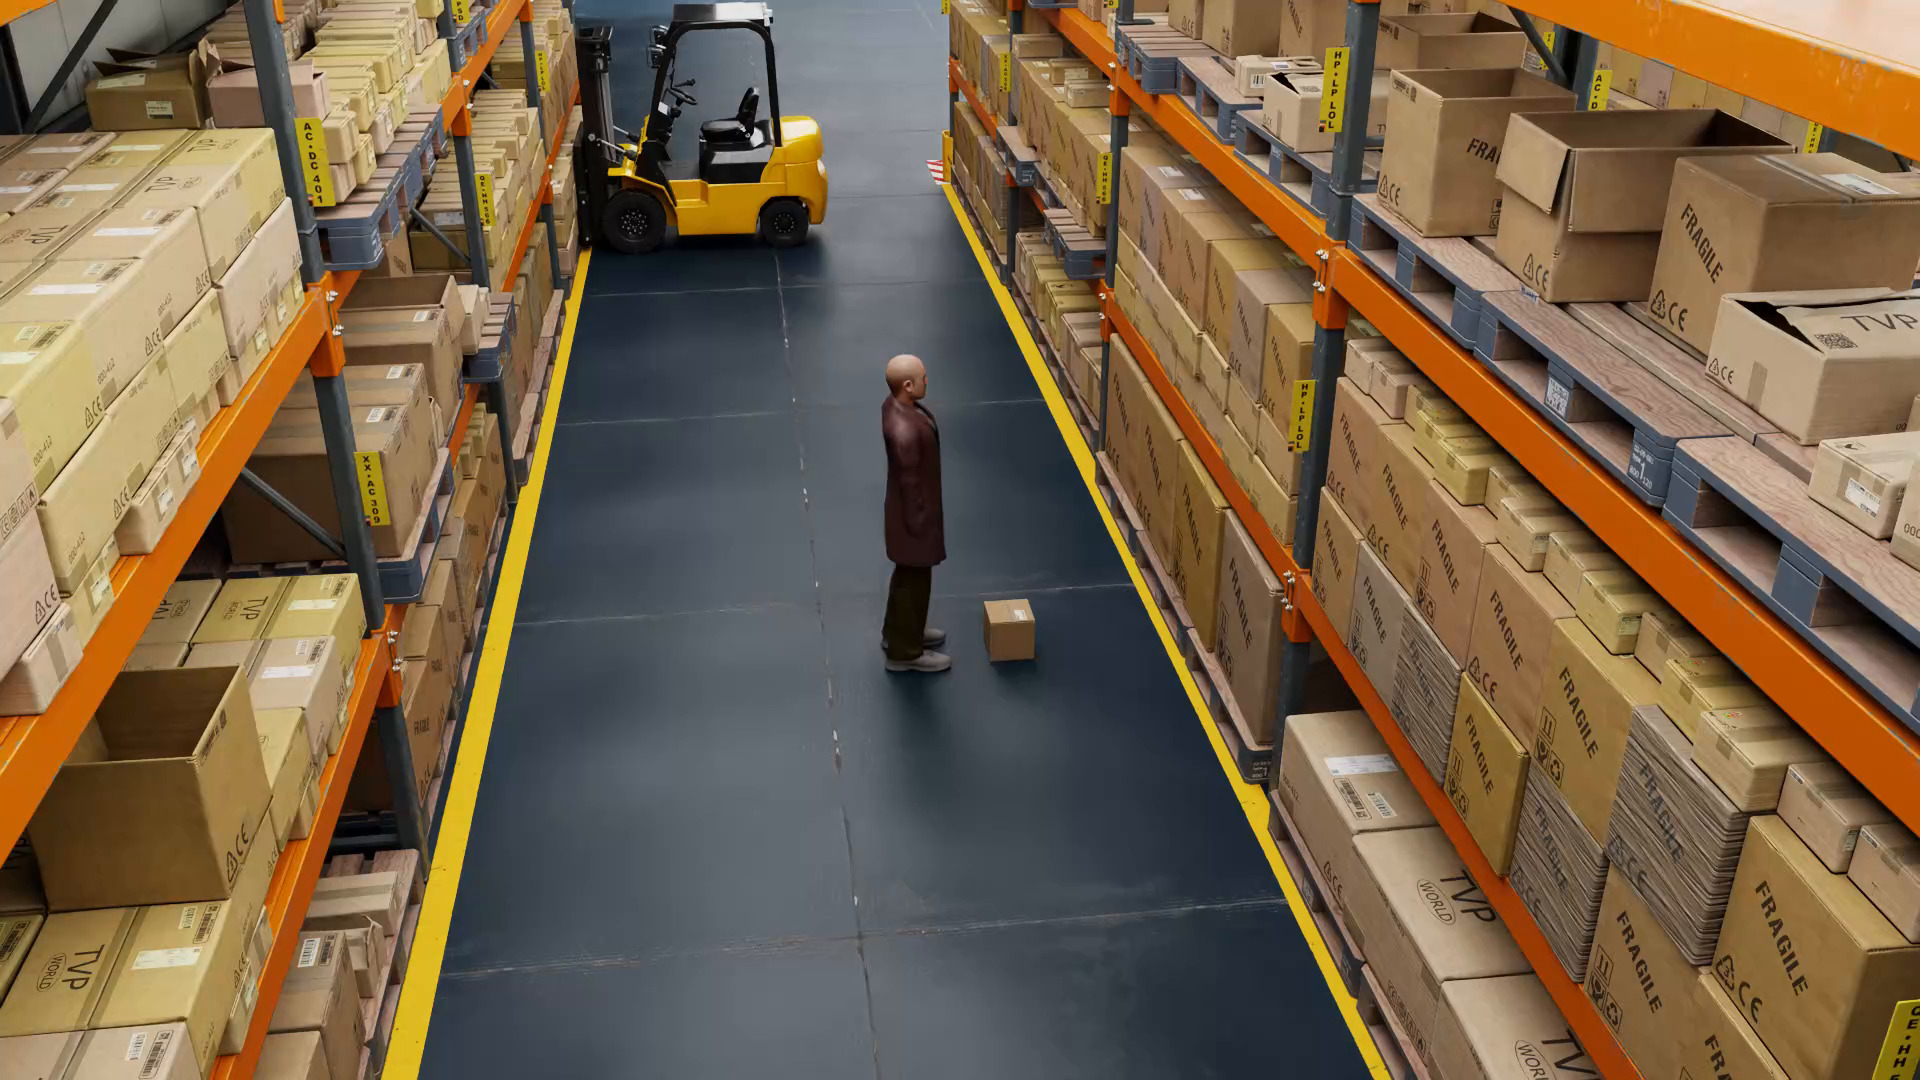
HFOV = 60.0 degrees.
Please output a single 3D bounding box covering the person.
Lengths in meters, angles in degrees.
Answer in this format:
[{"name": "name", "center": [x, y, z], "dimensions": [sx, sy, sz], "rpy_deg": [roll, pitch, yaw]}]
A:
[{"name": "person", "center": [-0.248, -0.154, 8.941], "dimensions": [0.377, 1.778, 0.559], "rpy_deg": [-3, 27, -6]}]
